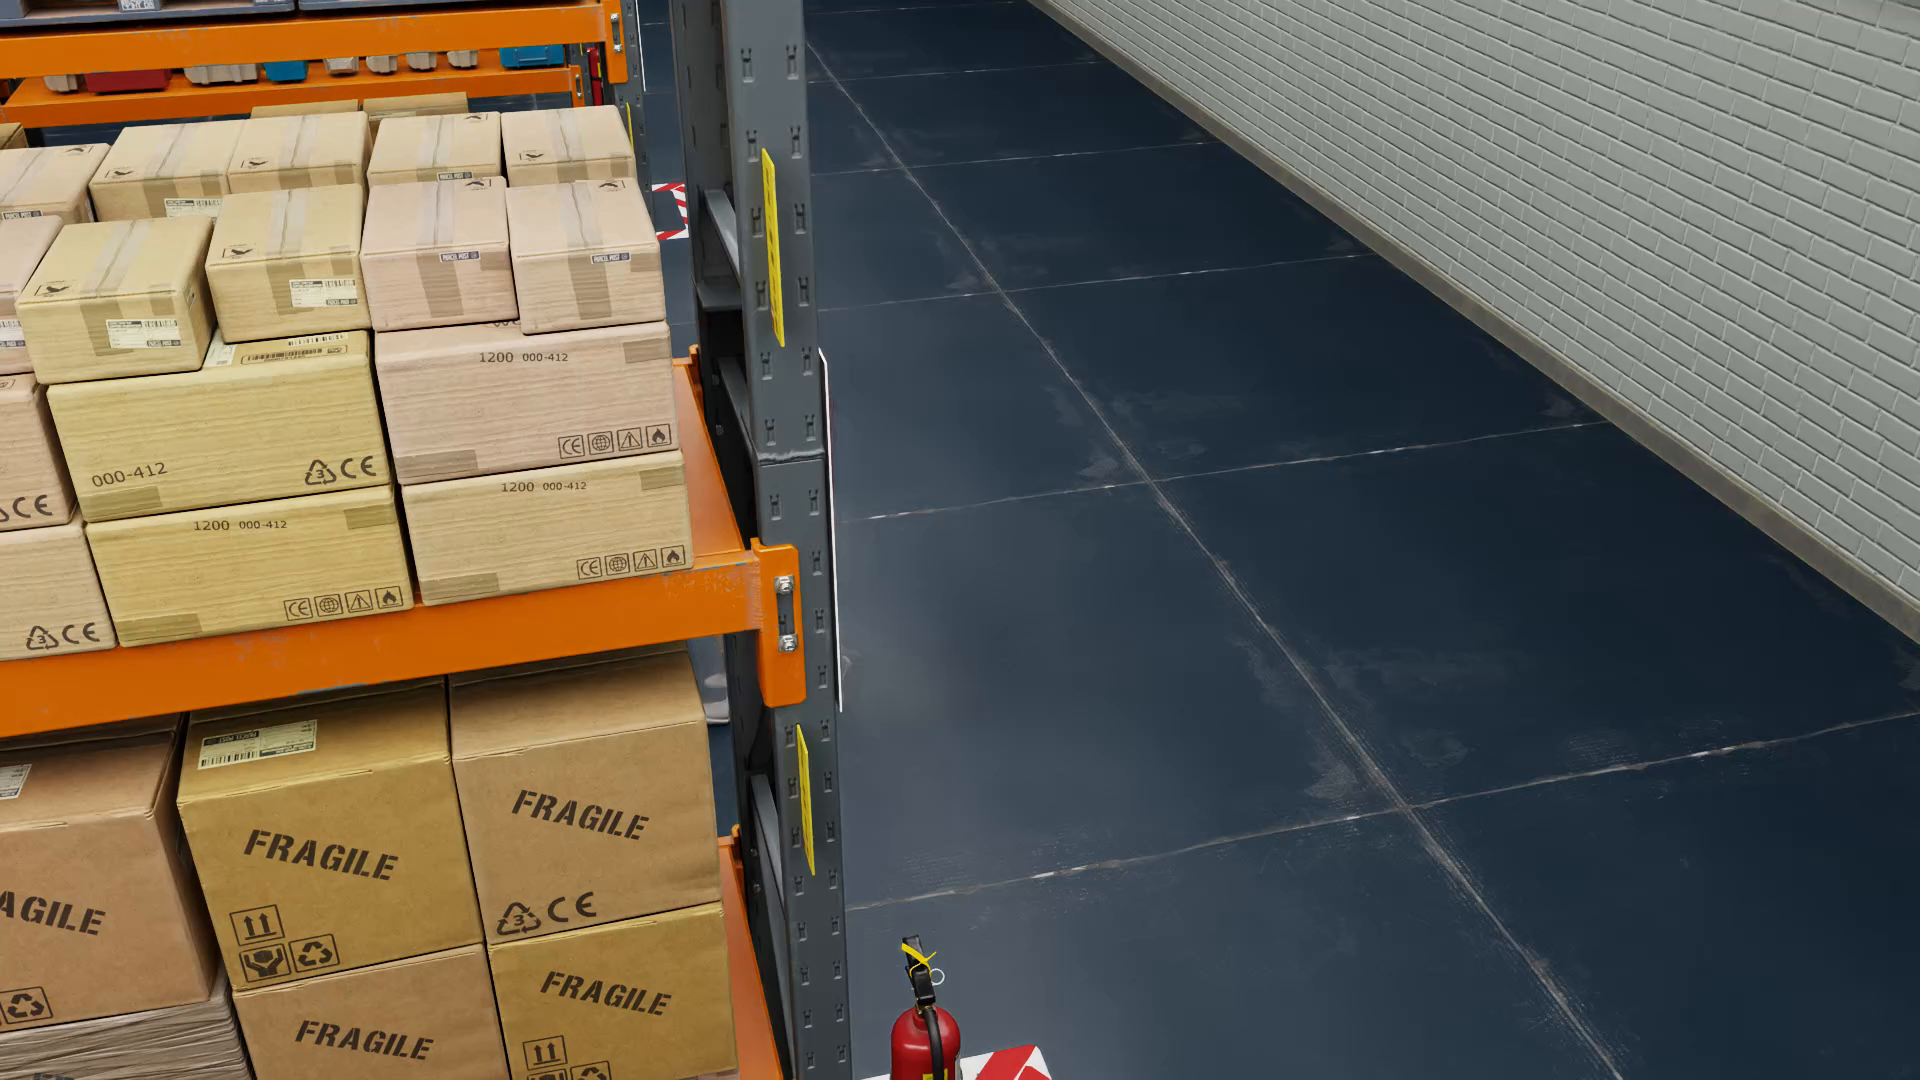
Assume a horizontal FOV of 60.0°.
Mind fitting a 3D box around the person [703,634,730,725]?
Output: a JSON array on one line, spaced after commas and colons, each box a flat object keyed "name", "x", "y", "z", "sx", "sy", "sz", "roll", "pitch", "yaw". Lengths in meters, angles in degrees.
[{"name": "person", "x": -1.023, "y": -0.001, "z": 7.186, "sx": 0.367, "sy": 1.753, "sz": 0.527, "roll": -7, "pitch": 31, "yaw": -12}]
